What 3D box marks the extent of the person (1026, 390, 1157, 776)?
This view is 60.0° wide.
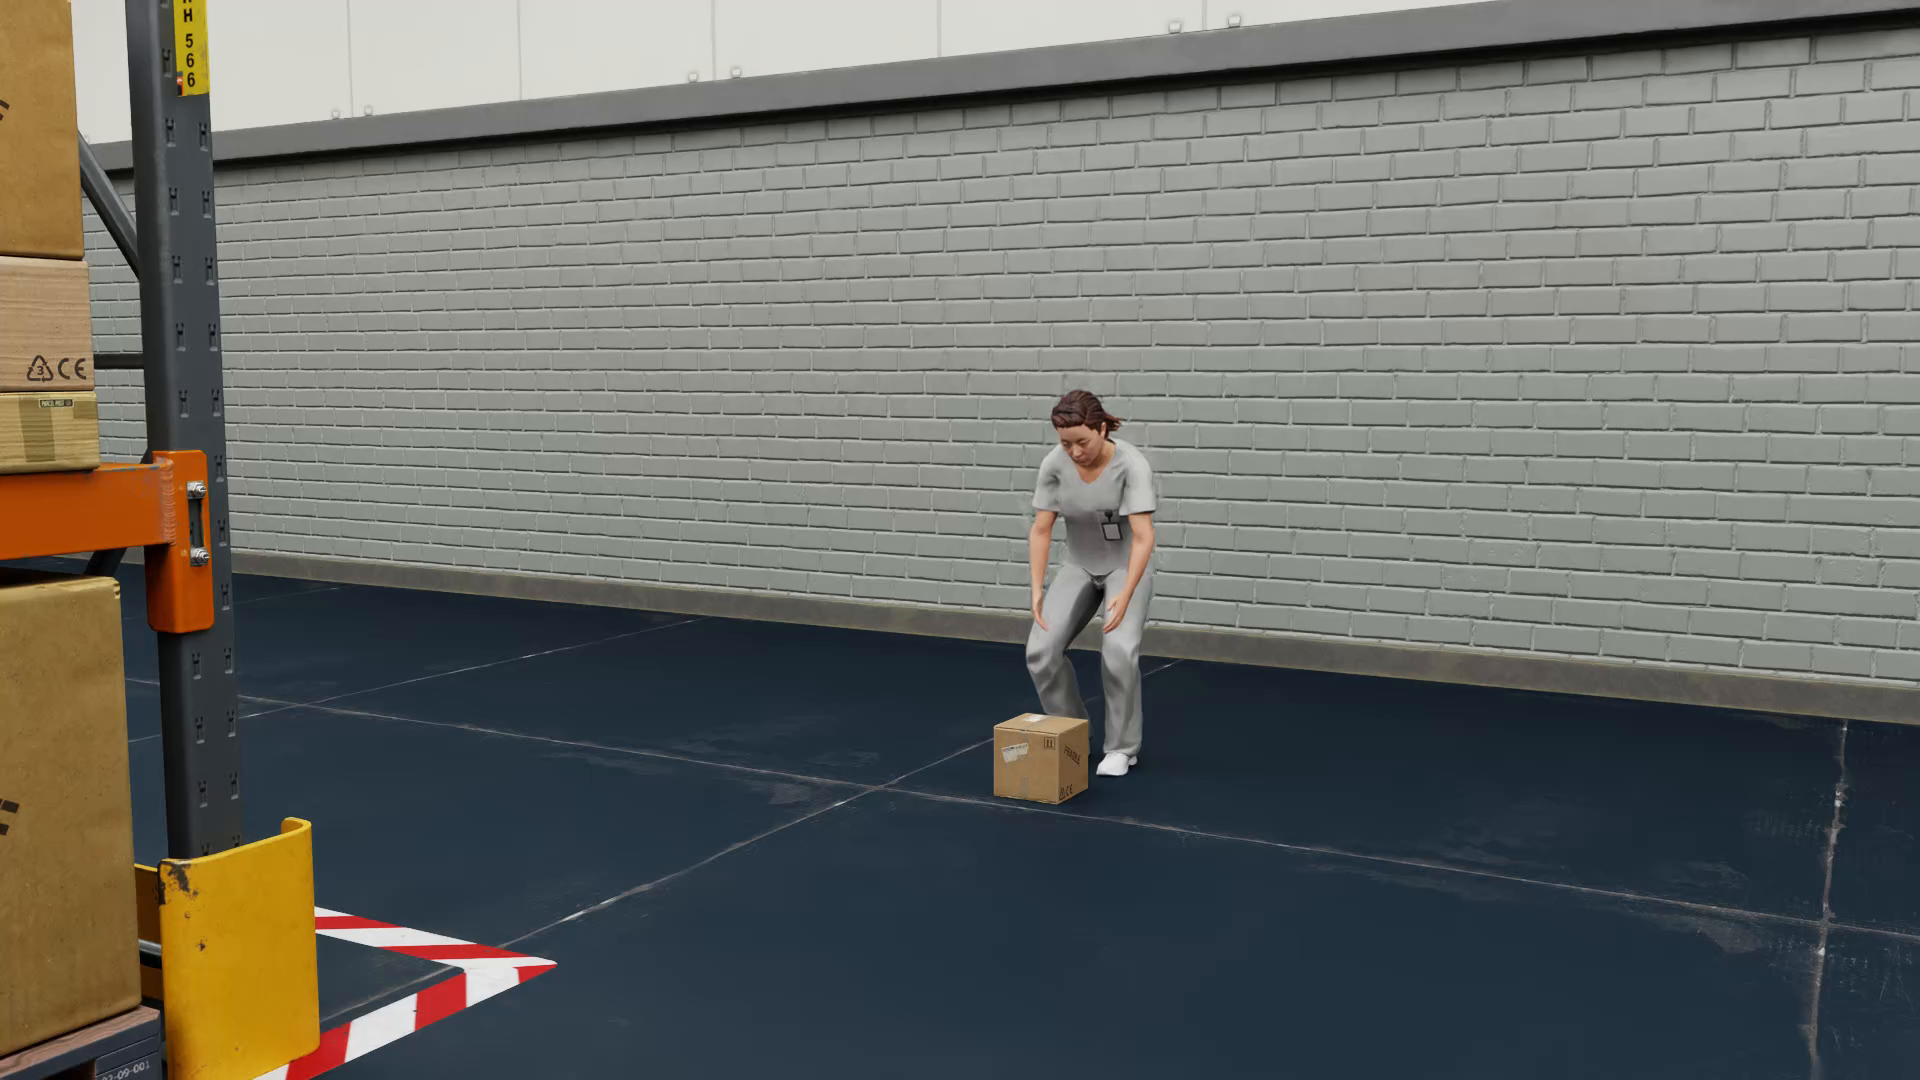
[{"bbox_3d":[0.514,0.153,6.143,0.490,1.417,0.616,3,7,29],"label":"person"}]
